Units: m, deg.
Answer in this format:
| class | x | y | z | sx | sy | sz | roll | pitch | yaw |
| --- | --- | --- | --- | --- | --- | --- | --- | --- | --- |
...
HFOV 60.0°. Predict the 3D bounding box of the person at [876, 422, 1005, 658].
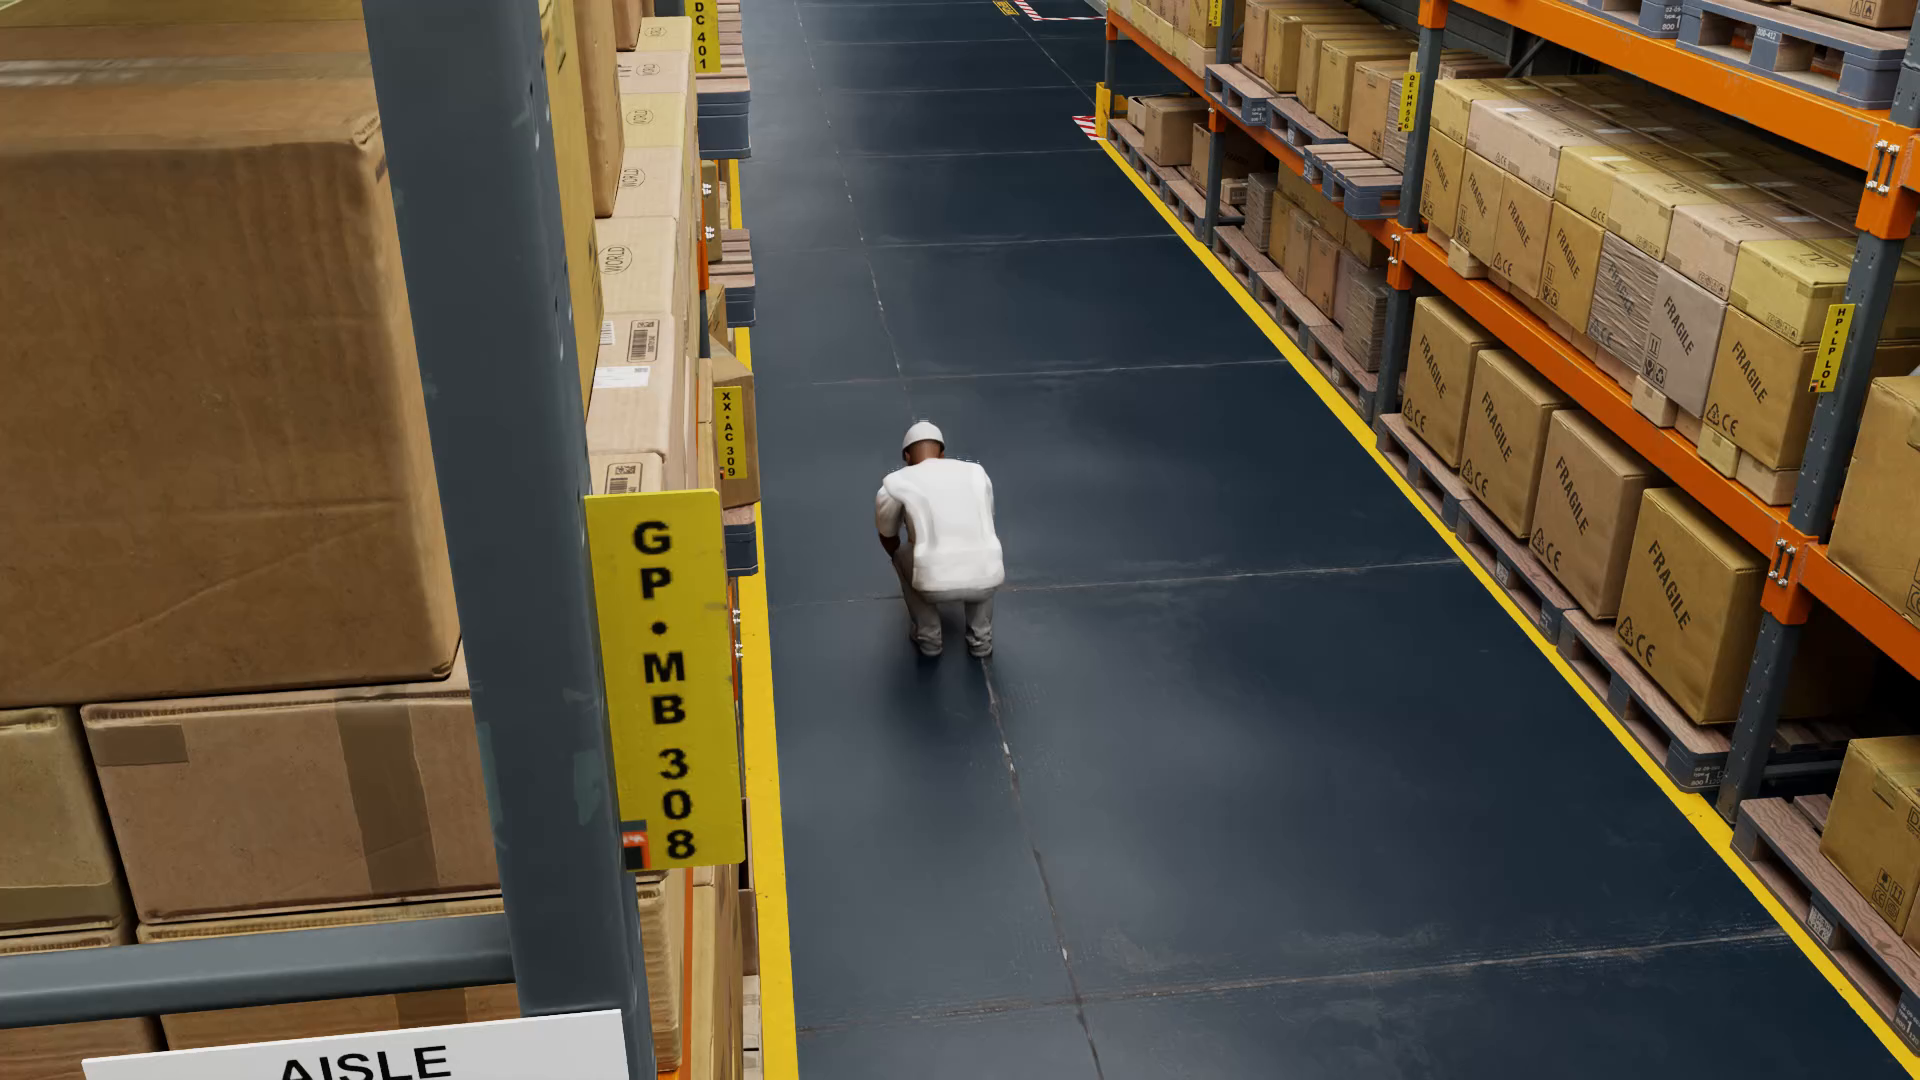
| class | x | y | z | sx | sy | sz | roll | pitch | yaw |
| --- | --- | --- | --- | --- | --- | --- | --- | --- | --- |
| person | -0.098 | 0.012 | 7.918 | 0.586 | 1.001 | 0.894 | -4 | 27 | -8 |
